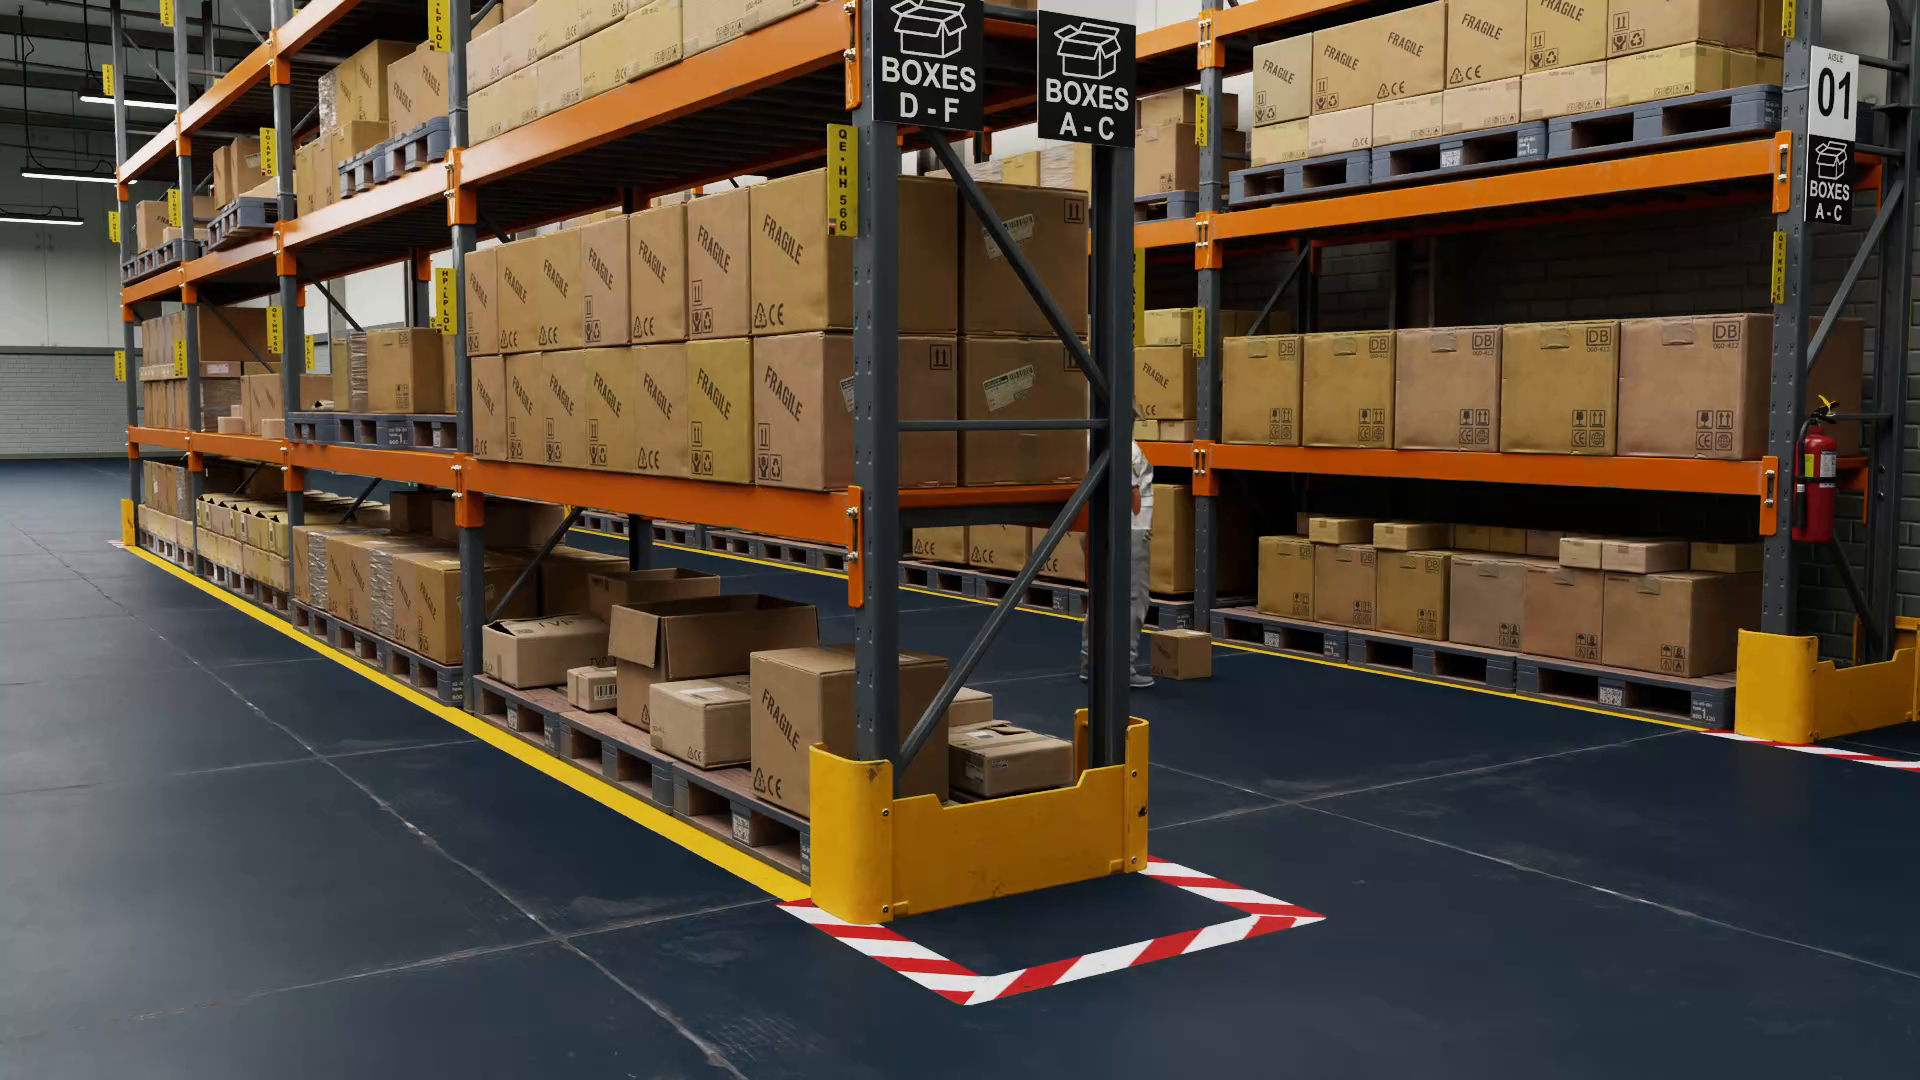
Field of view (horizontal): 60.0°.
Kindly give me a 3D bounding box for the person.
[{"bbox_3d":[0.866,-0.012,9.305,0.389,1.656,0.473,-3,6,-33],"label":"person"}]
